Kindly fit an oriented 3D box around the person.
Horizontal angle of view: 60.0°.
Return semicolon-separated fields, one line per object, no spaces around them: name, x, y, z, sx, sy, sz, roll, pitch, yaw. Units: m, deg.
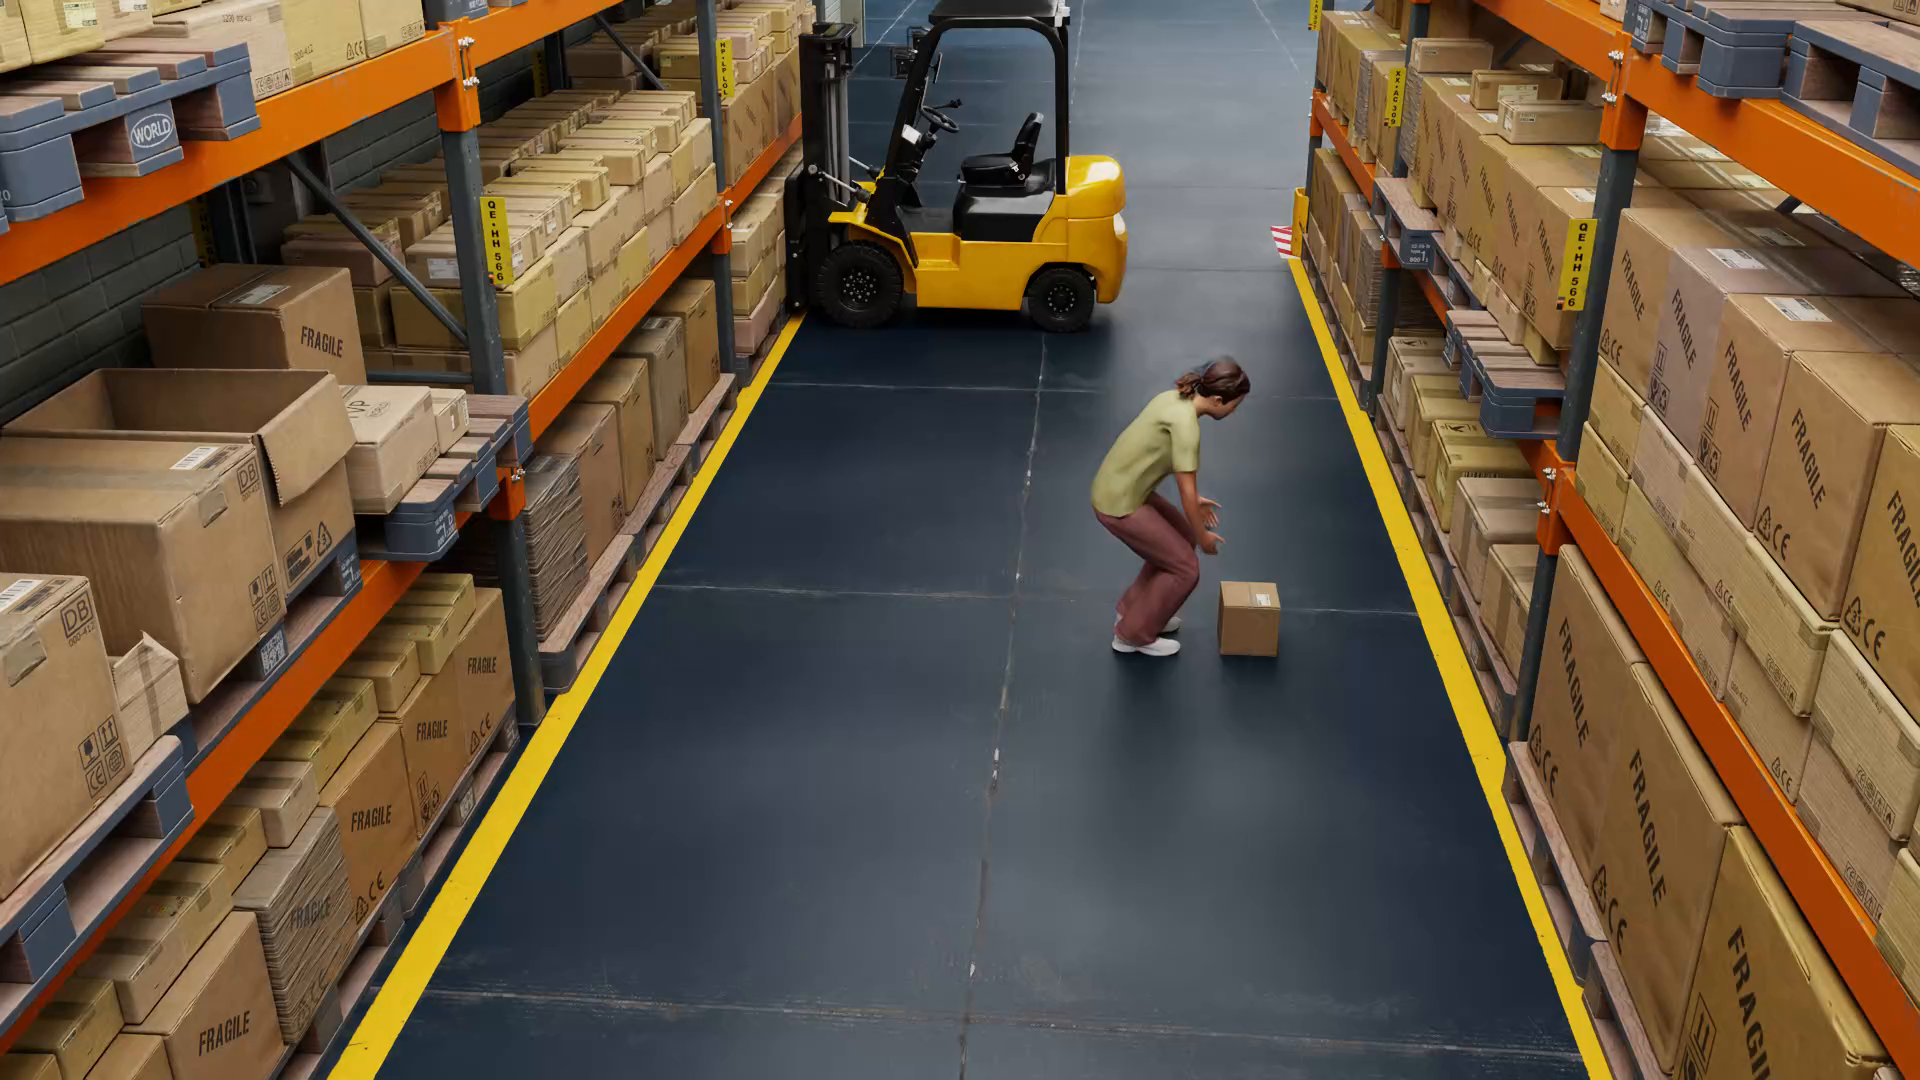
person;0.911;-0.161;7.375;0.668;1.333;0.511;2;25;4
